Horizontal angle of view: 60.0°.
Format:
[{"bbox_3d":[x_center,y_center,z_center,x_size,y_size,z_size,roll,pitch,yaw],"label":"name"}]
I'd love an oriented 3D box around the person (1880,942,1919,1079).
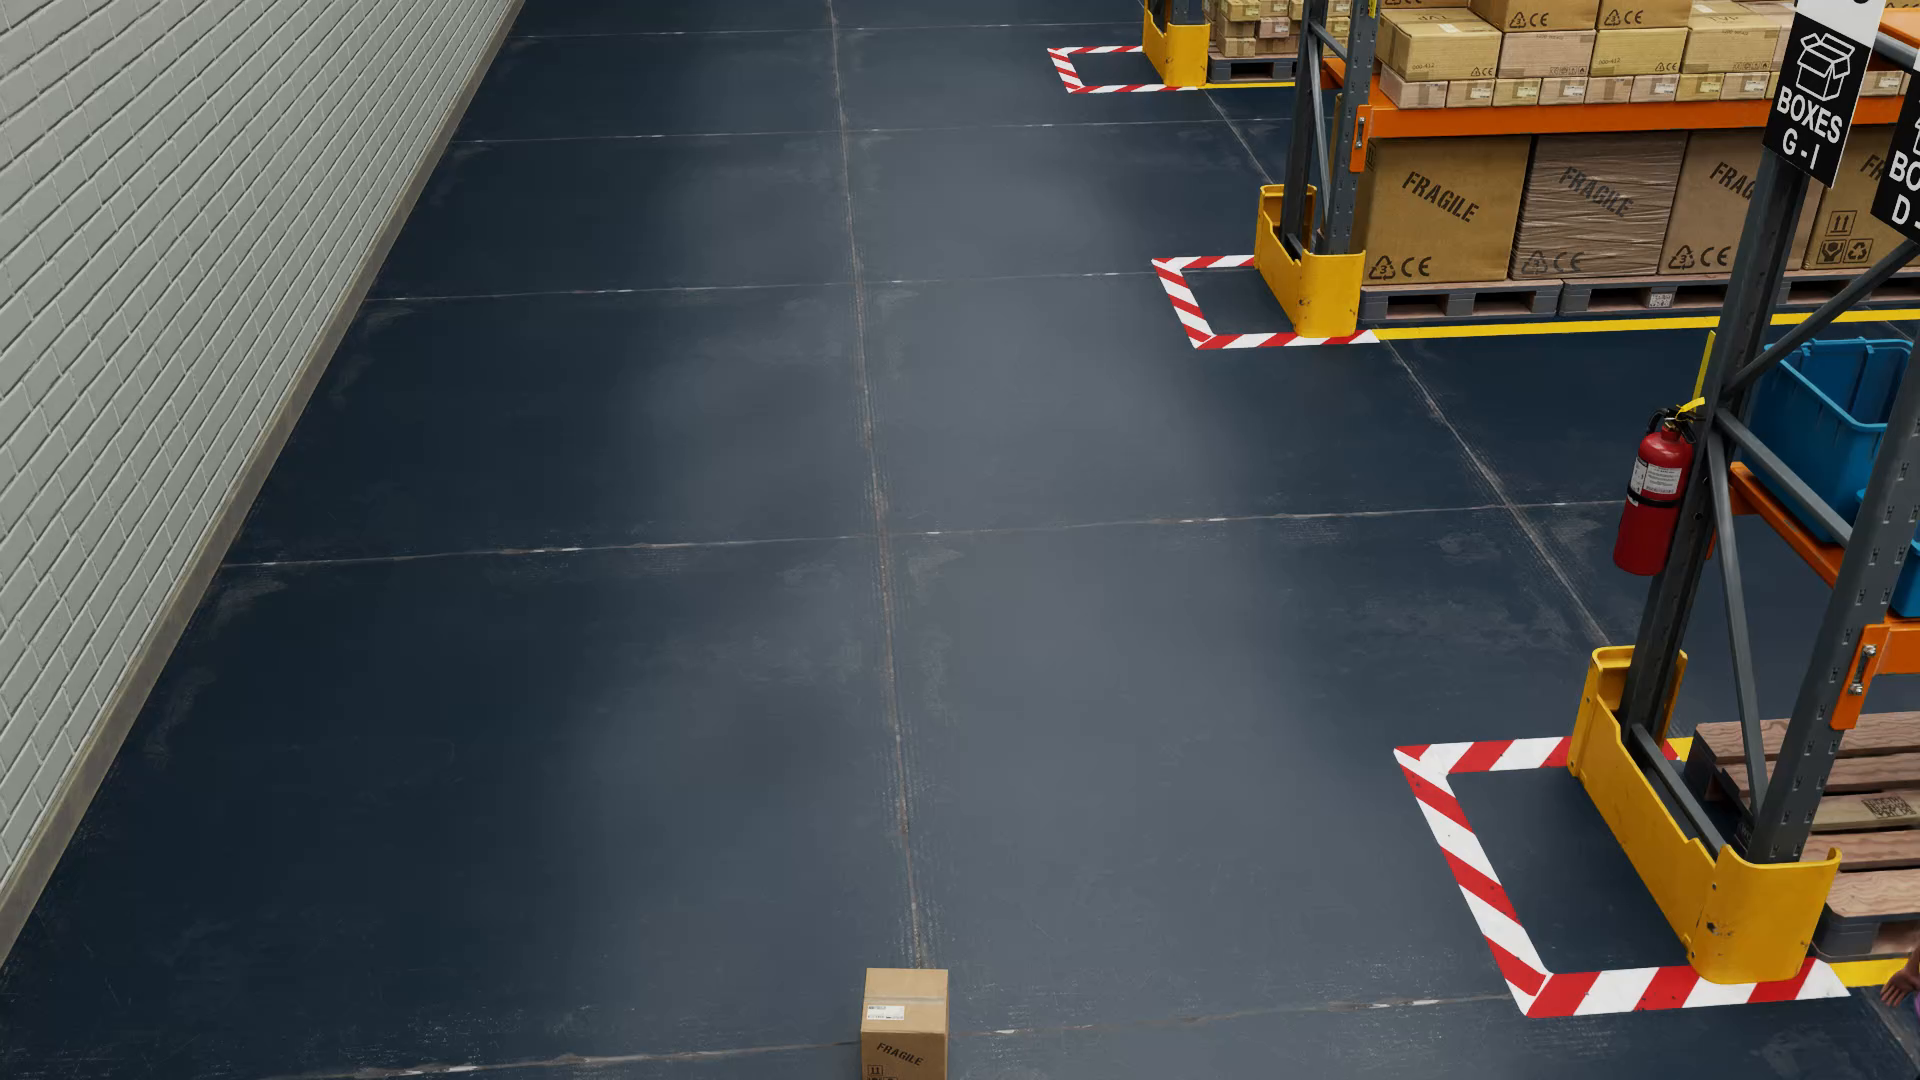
[{"bbox_3d":[2.596,1.247,4.103,0.843,1.577,0.466,6,32,10],"label":"person"}]
